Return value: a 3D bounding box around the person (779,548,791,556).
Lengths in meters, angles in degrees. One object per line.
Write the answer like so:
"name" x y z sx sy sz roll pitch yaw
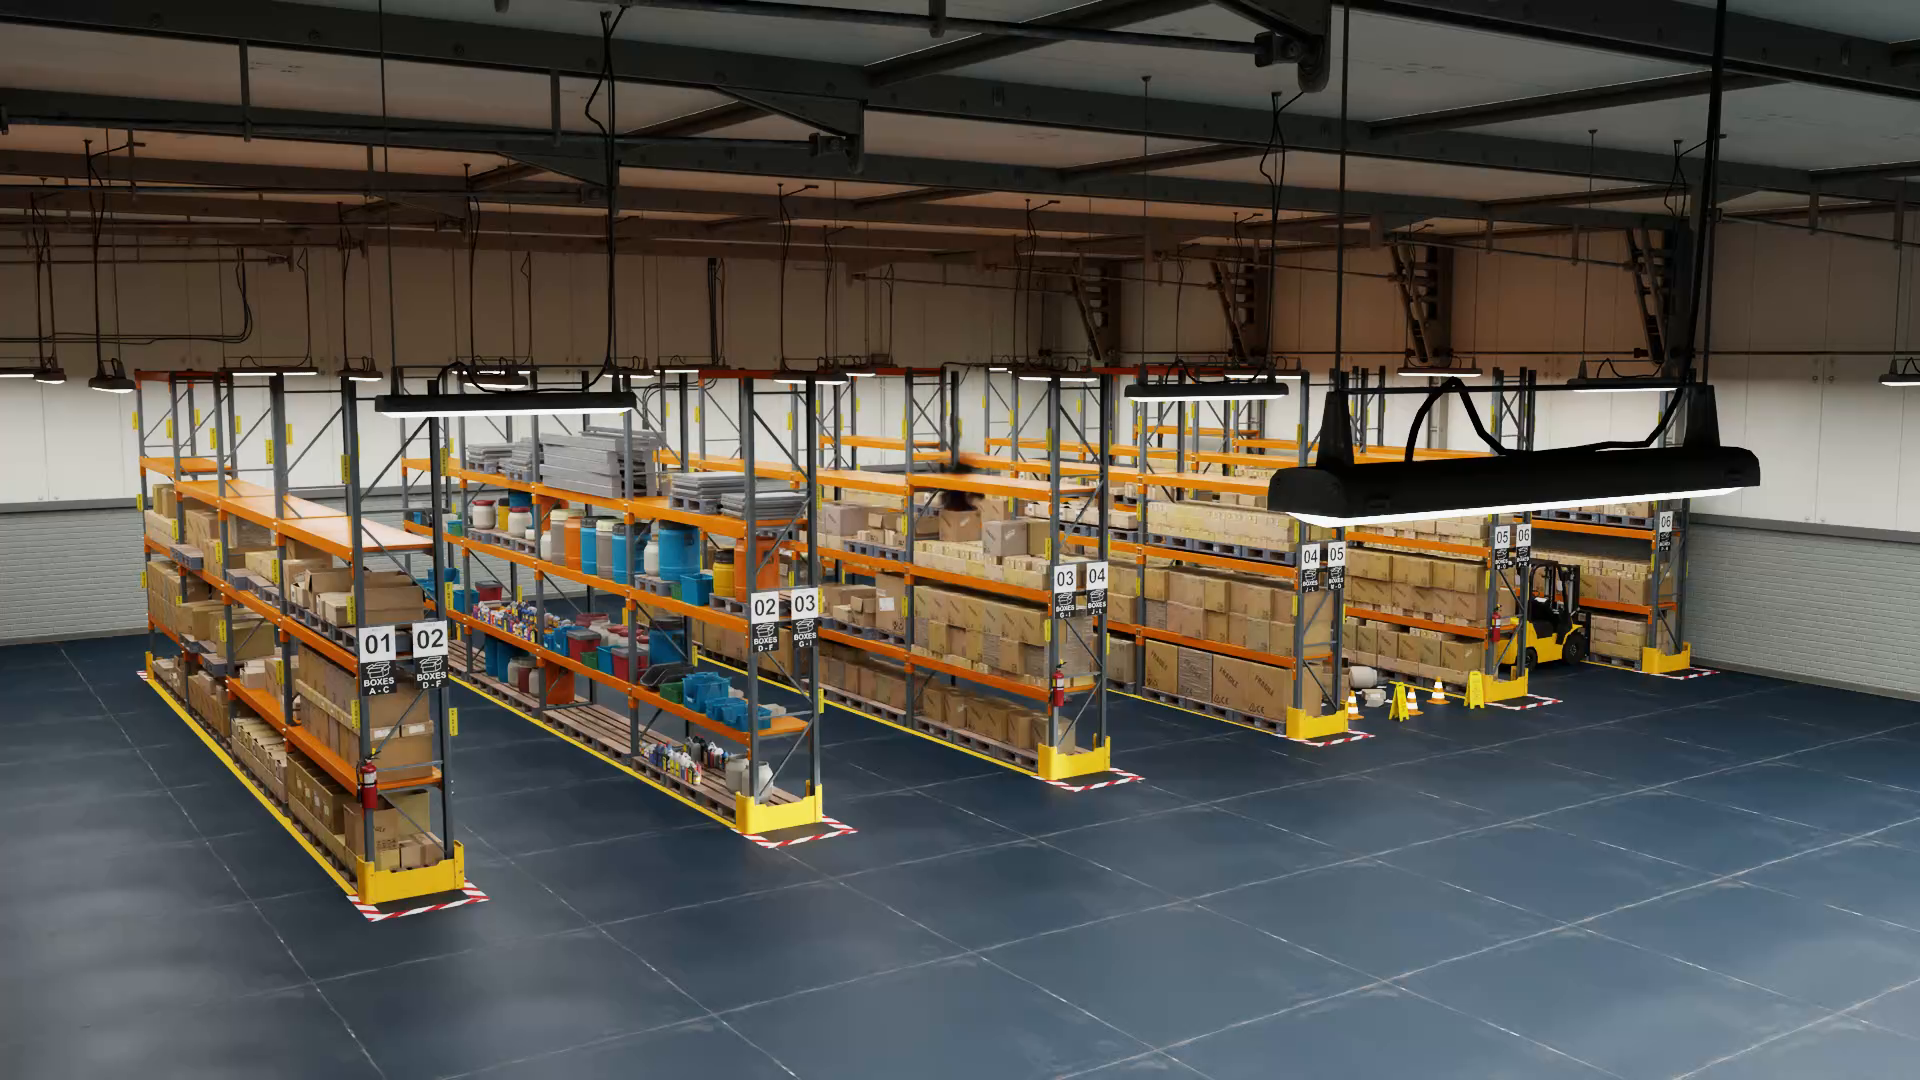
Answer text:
"person" -4.477 0.855 41.016 0.783 1.727 0.822 6 9 44

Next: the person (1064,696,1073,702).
"person" 2.027 2.102 30.024 0.633 1.655 0.552 5 8 38

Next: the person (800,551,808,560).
"person" -3.967 0.856 41.448 0.611 1.614 0.621 6 9 43
